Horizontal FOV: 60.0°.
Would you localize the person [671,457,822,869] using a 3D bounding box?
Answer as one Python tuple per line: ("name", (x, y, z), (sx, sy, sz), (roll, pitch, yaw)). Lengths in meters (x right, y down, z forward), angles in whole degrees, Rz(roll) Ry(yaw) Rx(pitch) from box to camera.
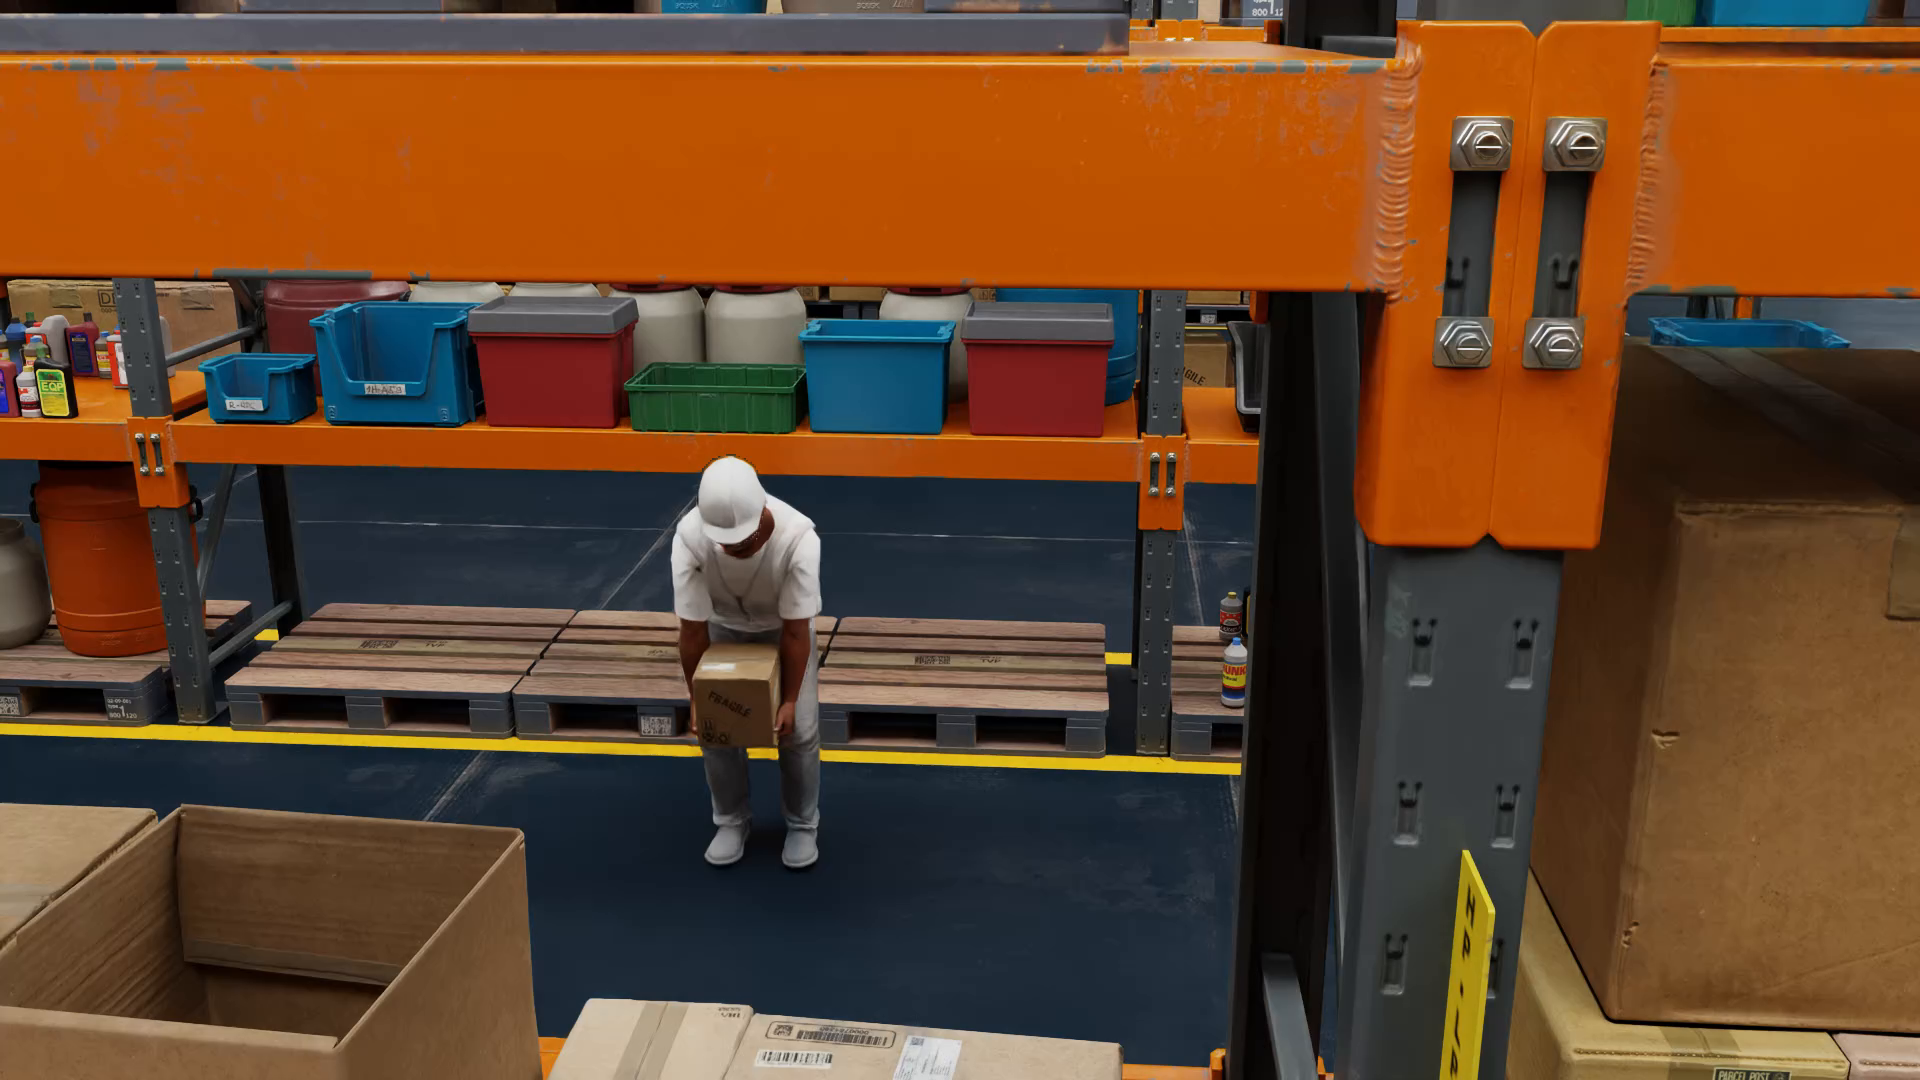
("person", (-0.690, 0.413, 5.540), (0.477, 1.554, 0.799), (1, 17, 3))
